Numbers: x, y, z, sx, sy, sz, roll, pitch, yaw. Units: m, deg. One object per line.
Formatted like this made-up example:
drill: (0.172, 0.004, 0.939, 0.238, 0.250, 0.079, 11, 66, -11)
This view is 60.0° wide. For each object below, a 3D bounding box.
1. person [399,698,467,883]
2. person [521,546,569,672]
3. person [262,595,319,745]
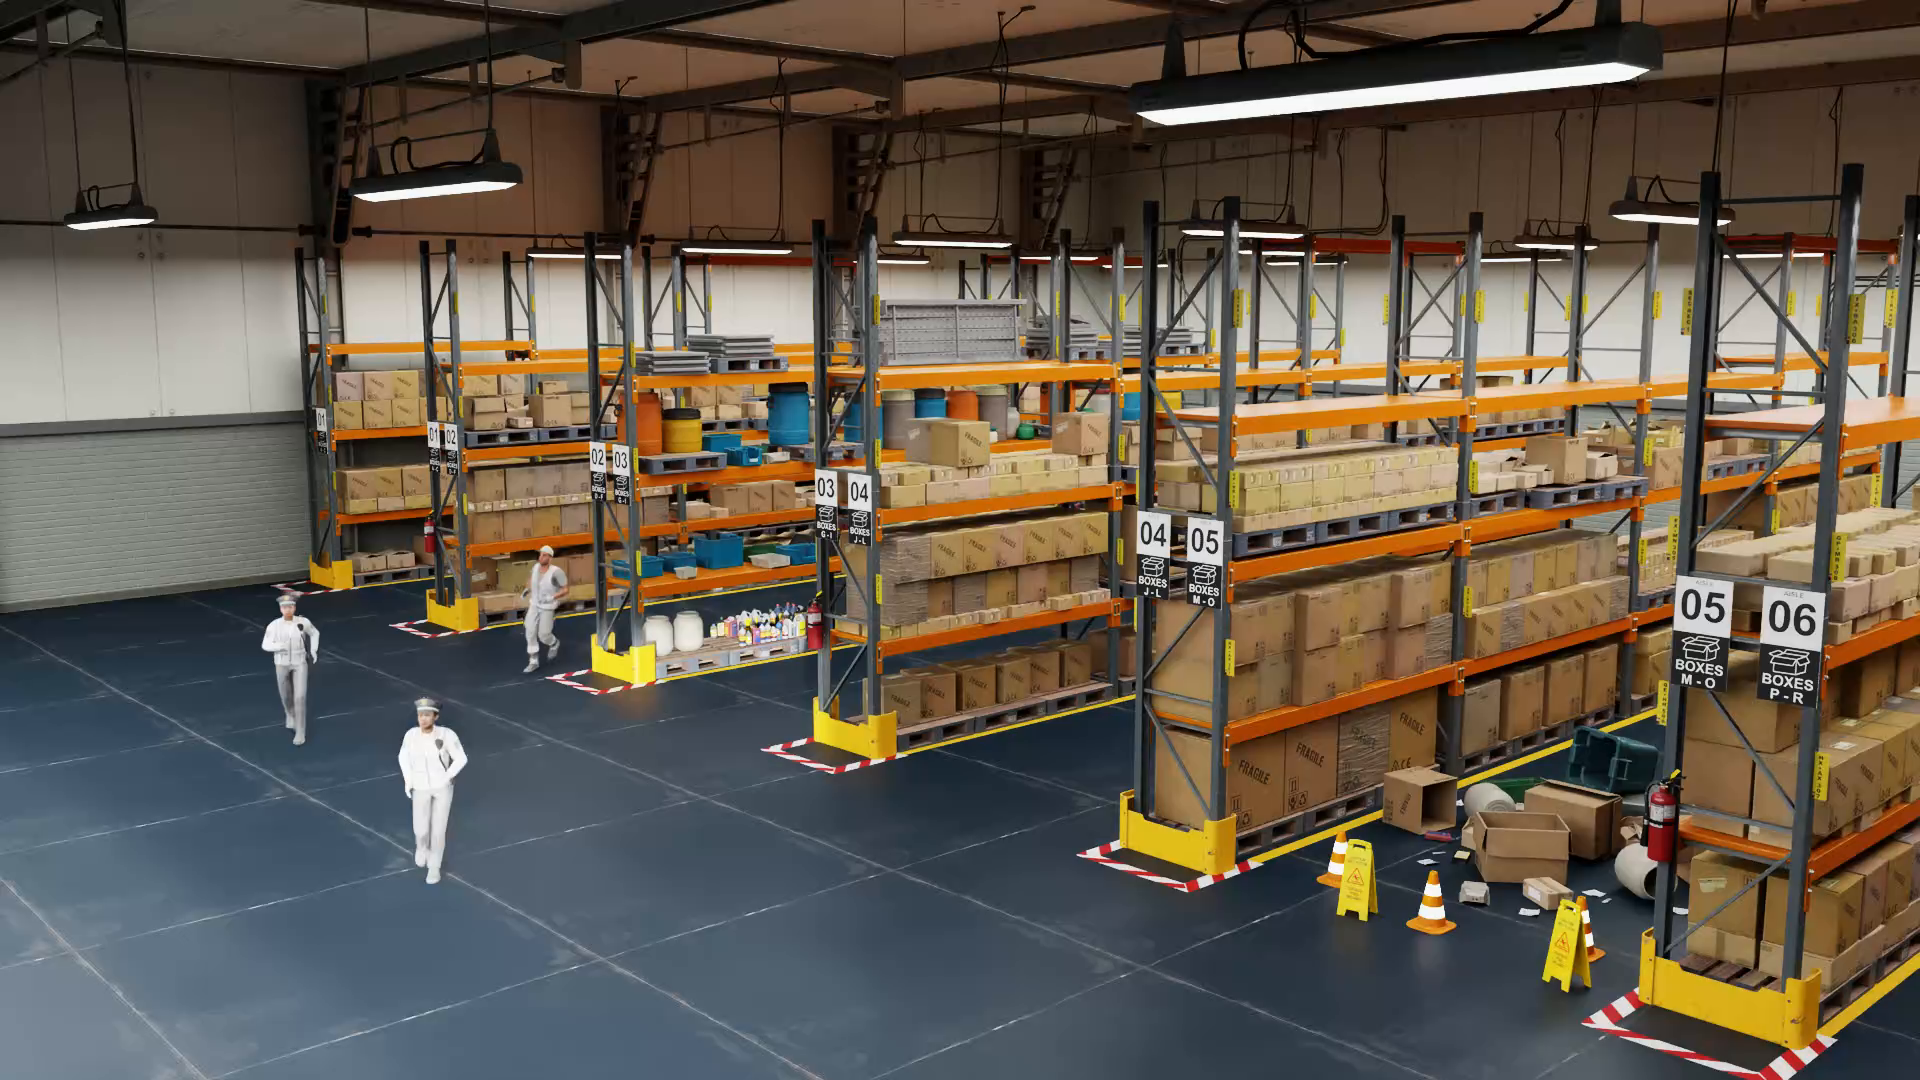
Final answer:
person: (-4.672, 2.206, 14.732, 0.605, 1.669, 0.569, -1, 8, -9)
person: (-5.746, 0.933, 23.154, 0.703, 1.743, 0.767, 3, 9, 22)
person: (-7.809, 1.467, 19.442, 0.604, 1.696, 0.924, -3, 9, -17)
